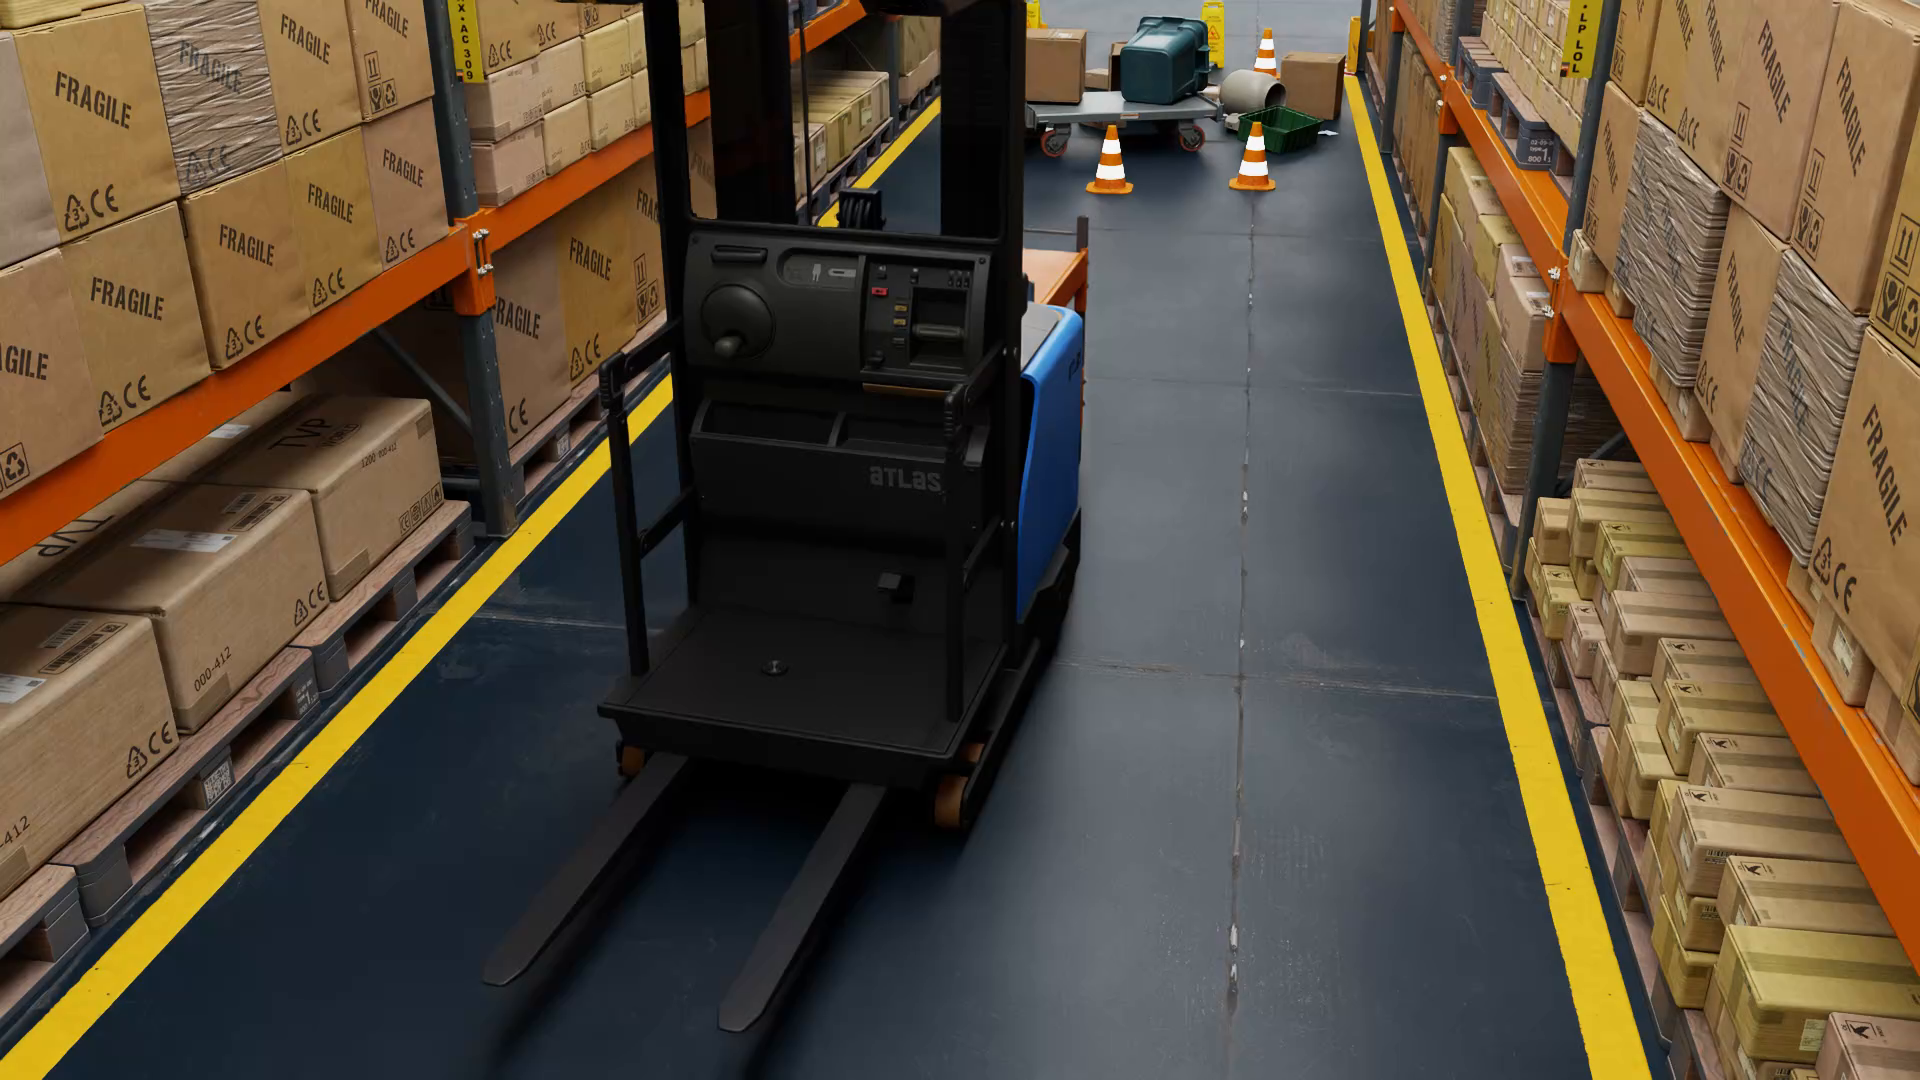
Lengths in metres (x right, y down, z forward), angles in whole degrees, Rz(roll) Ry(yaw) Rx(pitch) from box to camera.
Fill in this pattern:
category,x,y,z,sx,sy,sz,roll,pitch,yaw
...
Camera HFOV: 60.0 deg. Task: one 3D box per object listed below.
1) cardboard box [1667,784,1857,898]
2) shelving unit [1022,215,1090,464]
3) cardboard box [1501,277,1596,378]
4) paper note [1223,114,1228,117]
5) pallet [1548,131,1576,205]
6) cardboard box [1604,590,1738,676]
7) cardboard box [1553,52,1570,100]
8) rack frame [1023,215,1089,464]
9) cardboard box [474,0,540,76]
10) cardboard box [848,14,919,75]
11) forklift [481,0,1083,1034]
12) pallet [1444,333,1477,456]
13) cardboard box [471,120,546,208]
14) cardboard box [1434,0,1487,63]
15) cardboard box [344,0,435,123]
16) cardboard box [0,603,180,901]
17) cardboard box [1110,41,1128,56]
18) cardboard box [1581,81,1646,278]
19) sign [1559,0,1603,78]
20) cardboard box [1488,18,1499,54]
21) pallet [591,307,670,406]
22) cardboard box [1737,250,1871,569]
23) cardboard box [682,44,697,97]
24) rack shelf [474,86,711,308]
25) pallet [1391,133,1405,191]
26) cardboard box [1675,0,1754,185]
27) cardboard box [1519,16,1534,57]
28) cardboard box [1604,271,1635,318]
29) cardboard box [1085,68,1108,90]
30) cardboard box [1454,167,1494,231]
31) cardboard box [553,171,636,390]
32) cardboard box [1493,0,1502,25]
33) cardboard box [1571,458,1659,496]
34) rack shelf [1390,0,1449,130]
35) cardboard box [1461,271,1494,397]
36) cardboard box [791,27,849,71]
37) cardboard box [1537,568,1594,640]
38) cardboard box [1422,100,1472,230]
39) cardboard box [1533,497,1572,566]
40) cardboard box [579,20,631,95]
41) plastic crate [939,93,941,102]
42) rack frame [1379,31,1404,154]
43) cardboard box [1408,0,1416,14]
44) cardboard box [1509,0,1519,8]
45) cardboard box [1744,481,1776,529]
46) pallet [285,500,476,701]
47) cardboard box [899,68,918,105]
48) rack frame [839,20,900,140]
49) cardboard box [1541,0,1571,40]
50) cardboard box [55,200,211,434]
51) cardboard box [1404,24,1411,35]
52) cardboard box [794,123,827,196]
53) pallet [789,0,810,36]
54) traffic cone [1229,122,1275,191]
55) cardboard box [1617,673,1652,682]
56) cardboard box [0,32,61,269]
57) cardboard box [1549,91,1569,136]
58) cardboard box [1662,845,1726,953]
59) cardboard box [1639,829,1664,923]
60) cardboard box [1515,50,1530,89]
category,x,y,z,sx,sy,sz,roll,pitch,yaw
cardboard box,1.872,0.713,3.855,0.380,0.149,0.250,5,26,10
shelving unit,0.165,-0.675,6.864,0.538,1.125,1.048,7,26,14
cardboard box,2.453,-0.841,6.577,0.500,0.250,0.500,3,25,7
paper note,2.305,-3.807,14.856,0.172,0.023,0.155,13,28,26
pallet,2.849,-1.337,6.295,1.003,0.211,1.213,4,25,9
cardboard box,2.081,0.279,4.782,0.380,0.149,0.250,5,25,10
cardboard box,2.576,-1.834,6.580,0.380,0.149,0.250,3,25,7
rack frame,0.299,-0.882,7.308,0.500,1.125,0.032,7,26,14
cardboard box,-1.964,-2.077,6.352,0.500,0.500,0.500,4,25,9
cardboard box,-0.649,-4.274,14.205,0.500,0.500,0.500,5,26,11
forklift,-0.423,-0.653,4.687,1.130,2.935,3.031,7,26,14
pallet,2.903,-0.689,7.973,1.003,0.211,1.213,4,25,9
cardboard box,-1.987,-1.513,6.621,0.500,0.250,0.500,3,25,7
cardboard box,3.043,-3.040,9.588,0.500,0.500,0.500,4,25,9
cardboard box,-2.124,-1.697,5.539,0.500,0.500,0.500,4,25,8
cardboard box,-2.823,0.562,4.539,0.875,0.438,0.875,5,25,10
cardboard box,1.852,-4.393,15.542,0.797,0.503,0.637,-14,29,-27
cardboard box,2.251,-1.105,5.103,0.500,0.500,0.500,4,25,8
sign,2.033,-1.676,5.426,0.100,0.325,0.005,4,25,9
cardboard box,2.918,-2.578,8.521,0.380,0.149,0.250,5,26,11
pallet,-2.071,-0.992,8.620,1.003,0.211,1.213,4,25,9
cardboard box,1.909,-0.255,3.288,0.500,0.500,0.500,4,25,9
cardboard box,-1.658,-2.366,8.444,0.500,0.250,0.500,4,25,8
rack shelf,-1.993,-1.926,8.175,1.077,0.370,4.000,4,25,9
pallet,3.836,-2.869,12.631,1.003,0.211,1.213,4,25,9
cardboard box,2.084,-1.149,4.018,0.500,0.500,0.500,4,25,9
cardboard box,2.748,-2.272,7.515,0.380,0.149,0.250,4,25,8
cardboard box,2.243,-0.792,5.199,0.380,0.149,0.250,5,26,10
cardboard box,1.421,-4.455,16.092,0.380,0.149,0.250,19,31,35
cardboard box,2.800,-1.701,8.415,0.500,0.250,0.500,4,25,8
cardboard box,-2.157,-1.286,7.970,0.875,0.875,0.875,5,26,10
cardboard box,2.915,-2.697,8.423,0.380,0.149,0.250,5,26,11
cardboard box,2.320,-0.153,5.705,0.380,0.149,0.250,5,26,11
rack shelf,3.561,-3.298,11.106,1.077,0.370,4.000,4,25,9
cardboard box,2.625,-0.928,7.648,0.500,0.500,0.500,3,25,7
cardboard box,-1.180,-4.312,14.286,0.500,0.500,0.500,4,25,8
cardboard box,2.161,0.228,5.592,0.380,0.149,0.250,5,26,10
cardboard box,3.423,-2.207,10.085,1.050,0.750,0.750,4,25,8
cardboard box,2.206,-0.019,5.768,0.380,0.149,0.250,5,26,11
cardboard box,-1.803,-2.167,7.429,0.500,0.250,0.500,4,25,9
plastic crate,0.054,-4.039,15.284,0.402,0.080,0.583,-5,25,-10
rack frame,3.888,-4.460,12.741,1.000,3.000,0.127,4,25,9
cardboard box,3.371,-3.884,11.392,0.500,0.500,0.500,4,25,8
cardboard box,2.838,-2.628,7.925,0.380,0.149,0.250,3,25,6
cardboard box,2.026,-0.128,3.782,0.380,0.149,0.250,4,25,9
pallet,-2.521,0.160,6.158,1.003,0.211,1.213,4,25,9
cardboard box,-0.649,-3.934,14.364,0.500,0.250,0.500,3,25,6
rack frame,-1.012,-4.761,13.383,1.000,3.000,0.127,4,25,9
cardboard box,2.667,-2.187,6.983,0.380,0.149,0.250,3,25,6
cardboard box,-2.390,-0.604,4.384,0.500,0.500,0.500,5,26,10
cardboard box,4.060,-3.946,13.654,0.875,0.875,0.875,4,25,9
cardboard box,-1.451,-2.633,11.441,0.950,0.372,0.625,4,25,8
pallet,-1.654,-3.307,10.502,1.213,0.211,1.003,4,25,9
traffic cone,2.179,-2.855,12.304,0.336,0.463,0.334,4,25,9
cardboard box,2.133,0.424,4.823,0.380,0.149,0.250,5,26,11
cardboard box,-2.460,-0.854,3.738,0.500,0.500,0.500,4,25,8
cardboard box,2.576,-1.688,6.620,0.380,0.149,0.250,3,25,6
cardboard box,1.887,0.849,3.914,0.380,0.149,0.250,4,25,9
cardboard box,1.949,0.878,4.204,0.380,0.149,0.250,5,25,10
cardboard box,2.747,-2.136,7.576,0.380,0.149,0.250,4,25,9
